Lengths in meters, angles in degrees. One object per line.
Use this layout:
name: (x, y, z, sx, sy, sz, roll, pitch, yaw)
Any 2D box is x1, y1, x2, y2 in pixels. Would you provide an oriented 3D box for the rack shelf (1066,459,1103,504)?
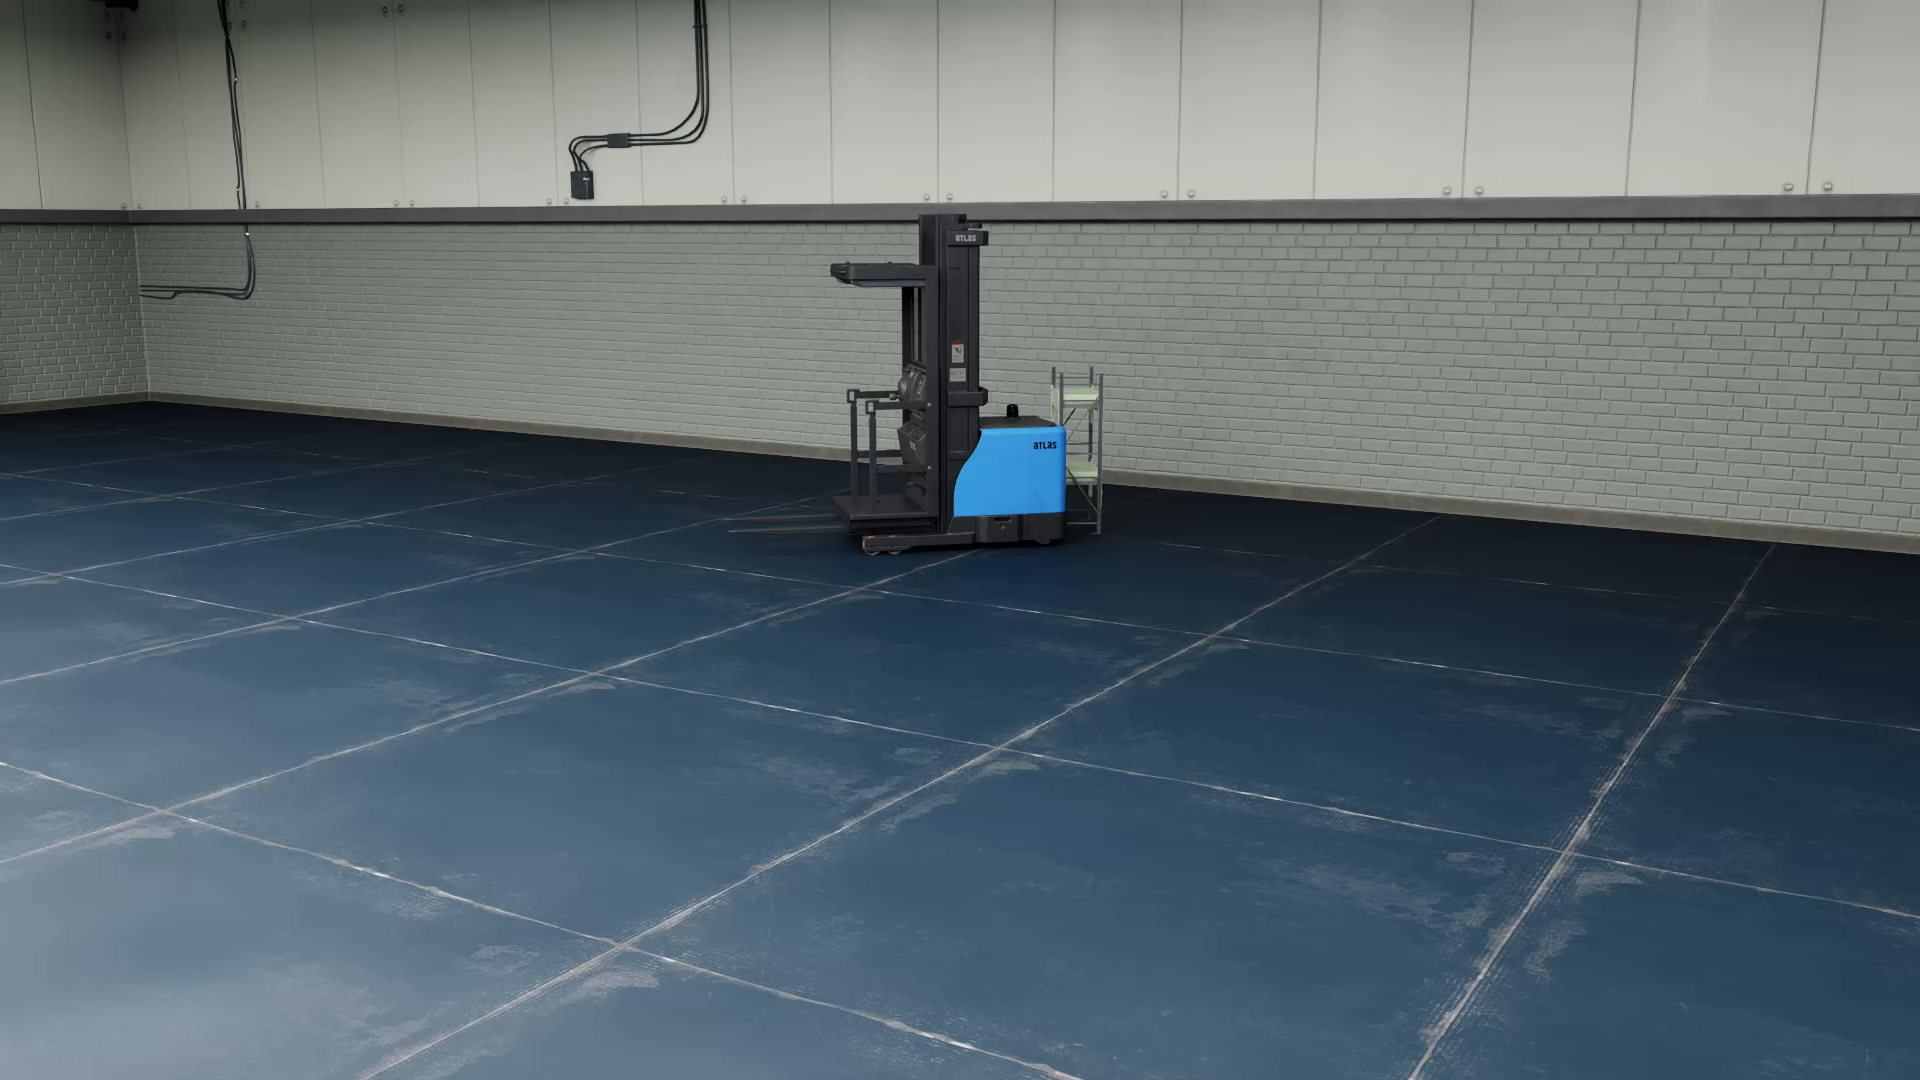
rack shelf: (1.099, -0.540, 15.830, 0.431, 0.370, 0.720, 0, 11, -2)

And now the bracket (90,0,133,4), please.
bracket: (-13.455, -8.341, 25.565, 0.076, 0.066, 3.189, 6, 12, 31)

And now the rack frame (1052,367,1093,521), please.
rack frame: (1.083, -0.928, 16.129, 0.400, 1.500, 0.023, 0, 11, -2)

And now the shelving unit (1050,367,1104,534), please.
shelving unit: (1.099, -0.860, 15.770, 0.431, 1.500, 0.755, 0, 11, -2)

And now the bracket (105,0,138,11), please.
bracket: (-13.148, -8.433, 26.061, 0.235, 0.232, 0.430, 6, 12, 31)

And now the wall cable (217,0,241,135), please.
wall cable: (-9.926, -7.295, 24.474, 3.097, 2.526, 0.112, 6, 12, 31)

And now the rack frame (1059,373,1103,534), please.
rack frame: (1.115, -0.793, 15.410, 0.400, 1.500, 0.023, 0, 11, -2)

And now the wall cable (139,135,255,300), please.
wall cable: (-12.238, -5.071, 26.320, 3.097, 2.526, 0.112, 6, 12, 31)

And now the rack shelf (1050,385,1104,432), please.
rack shelf: (1.099, -1.244, 15.698, 0.431, 0.370, 0.720, 0, 11, -2)

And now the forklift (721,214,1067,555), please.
forklift: (-0.610, -1.415, 14.841, 3.031, 2.935, 1.130, -2, 11, -13)

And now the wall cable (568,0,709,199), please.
wall cable: (-4.132, -7.359, 20.863, 2.305, 6.003, 0.169, 6, 12, 31)
